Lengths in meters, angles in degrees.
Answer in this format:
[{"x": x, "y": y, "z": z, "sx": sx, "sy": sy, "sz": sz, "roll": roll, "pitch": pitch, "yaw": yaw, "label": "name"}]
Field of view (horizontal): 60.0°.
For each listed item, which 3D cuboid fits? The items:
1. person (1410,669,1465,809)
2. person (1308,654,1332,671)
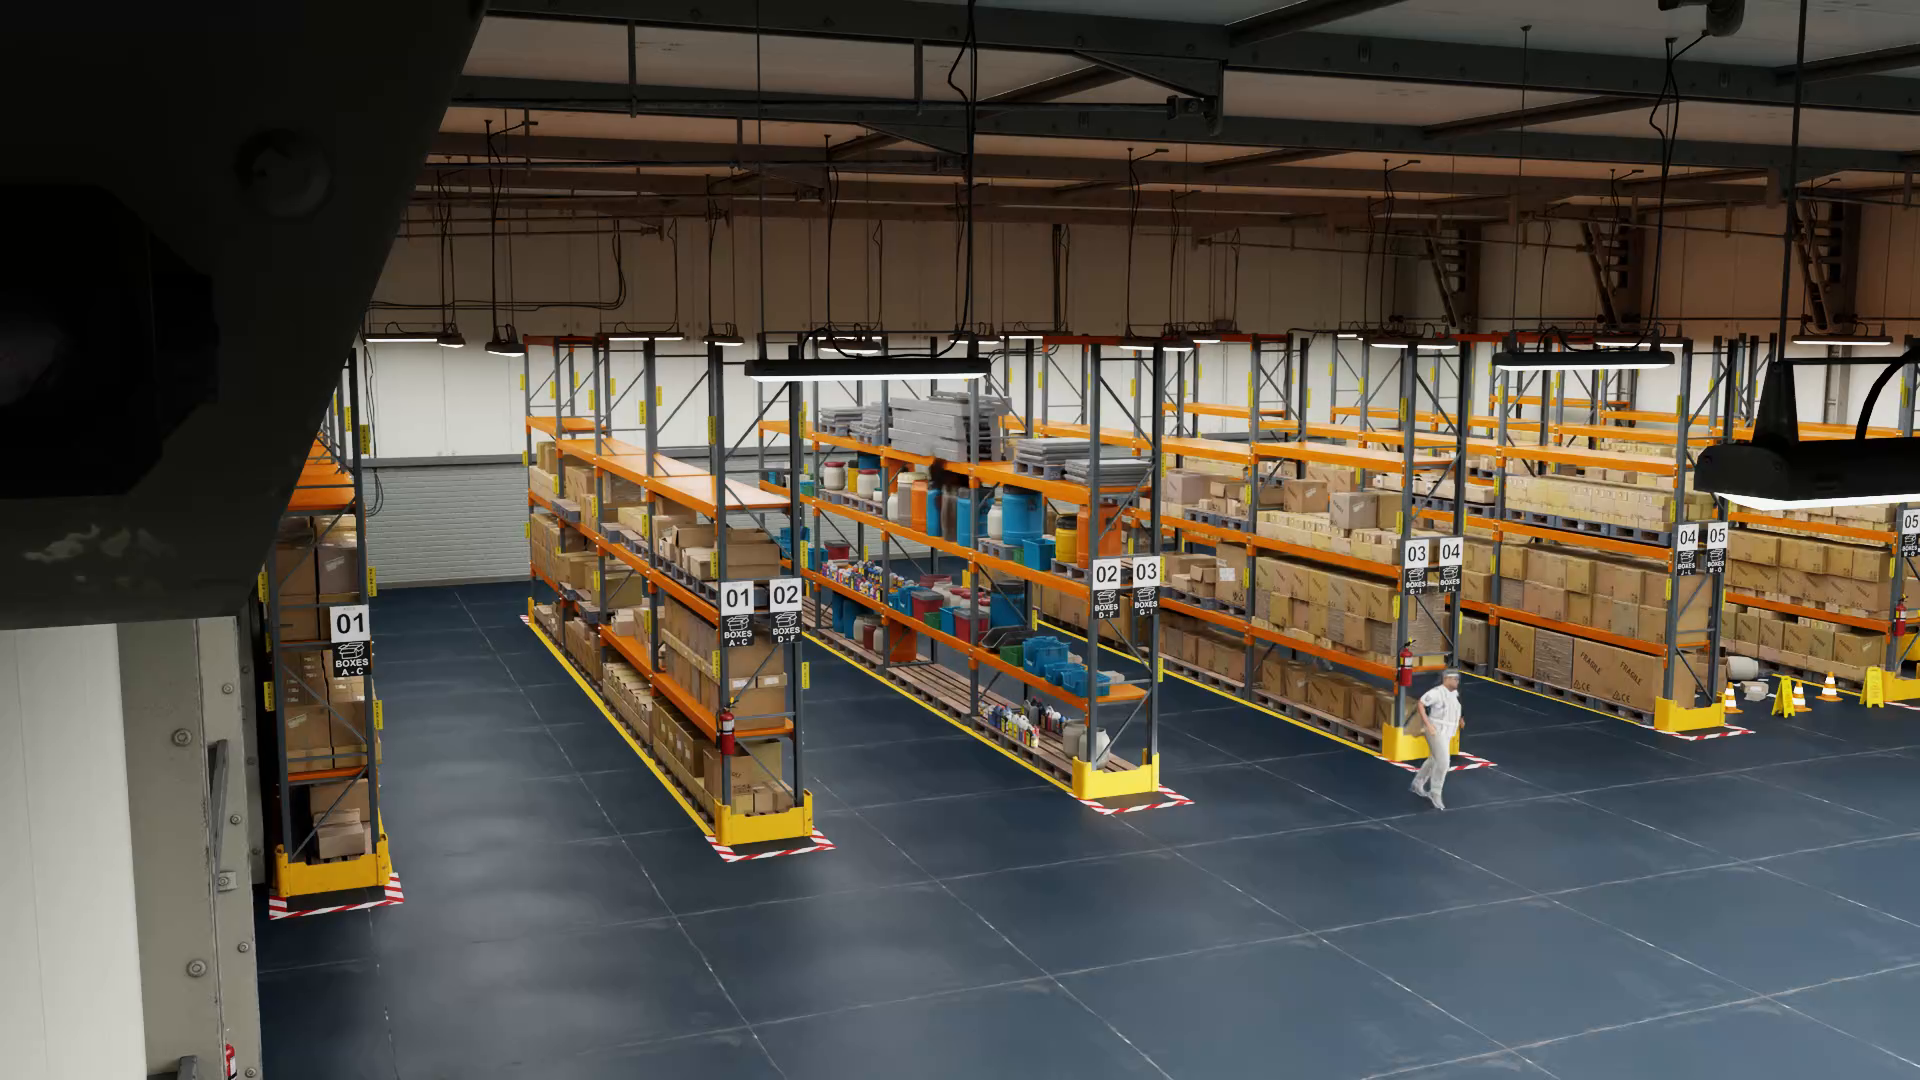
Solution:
[{"x": 6.304, "y": 2.580, "z": 21.916, "sx": 0.666, "sy": 1.783, "sz": 0.770, "roll": 7, "pitch": 10, "yaw": 42, "label": "person"}, {"x": 6.605, "y": 1.495, "z": 29.967, "sx": 0.693, "sy": 1.813, "sz": 0.706, "roll": -5, "pitch": 9, "yaw": -31, "label": "person"}]
